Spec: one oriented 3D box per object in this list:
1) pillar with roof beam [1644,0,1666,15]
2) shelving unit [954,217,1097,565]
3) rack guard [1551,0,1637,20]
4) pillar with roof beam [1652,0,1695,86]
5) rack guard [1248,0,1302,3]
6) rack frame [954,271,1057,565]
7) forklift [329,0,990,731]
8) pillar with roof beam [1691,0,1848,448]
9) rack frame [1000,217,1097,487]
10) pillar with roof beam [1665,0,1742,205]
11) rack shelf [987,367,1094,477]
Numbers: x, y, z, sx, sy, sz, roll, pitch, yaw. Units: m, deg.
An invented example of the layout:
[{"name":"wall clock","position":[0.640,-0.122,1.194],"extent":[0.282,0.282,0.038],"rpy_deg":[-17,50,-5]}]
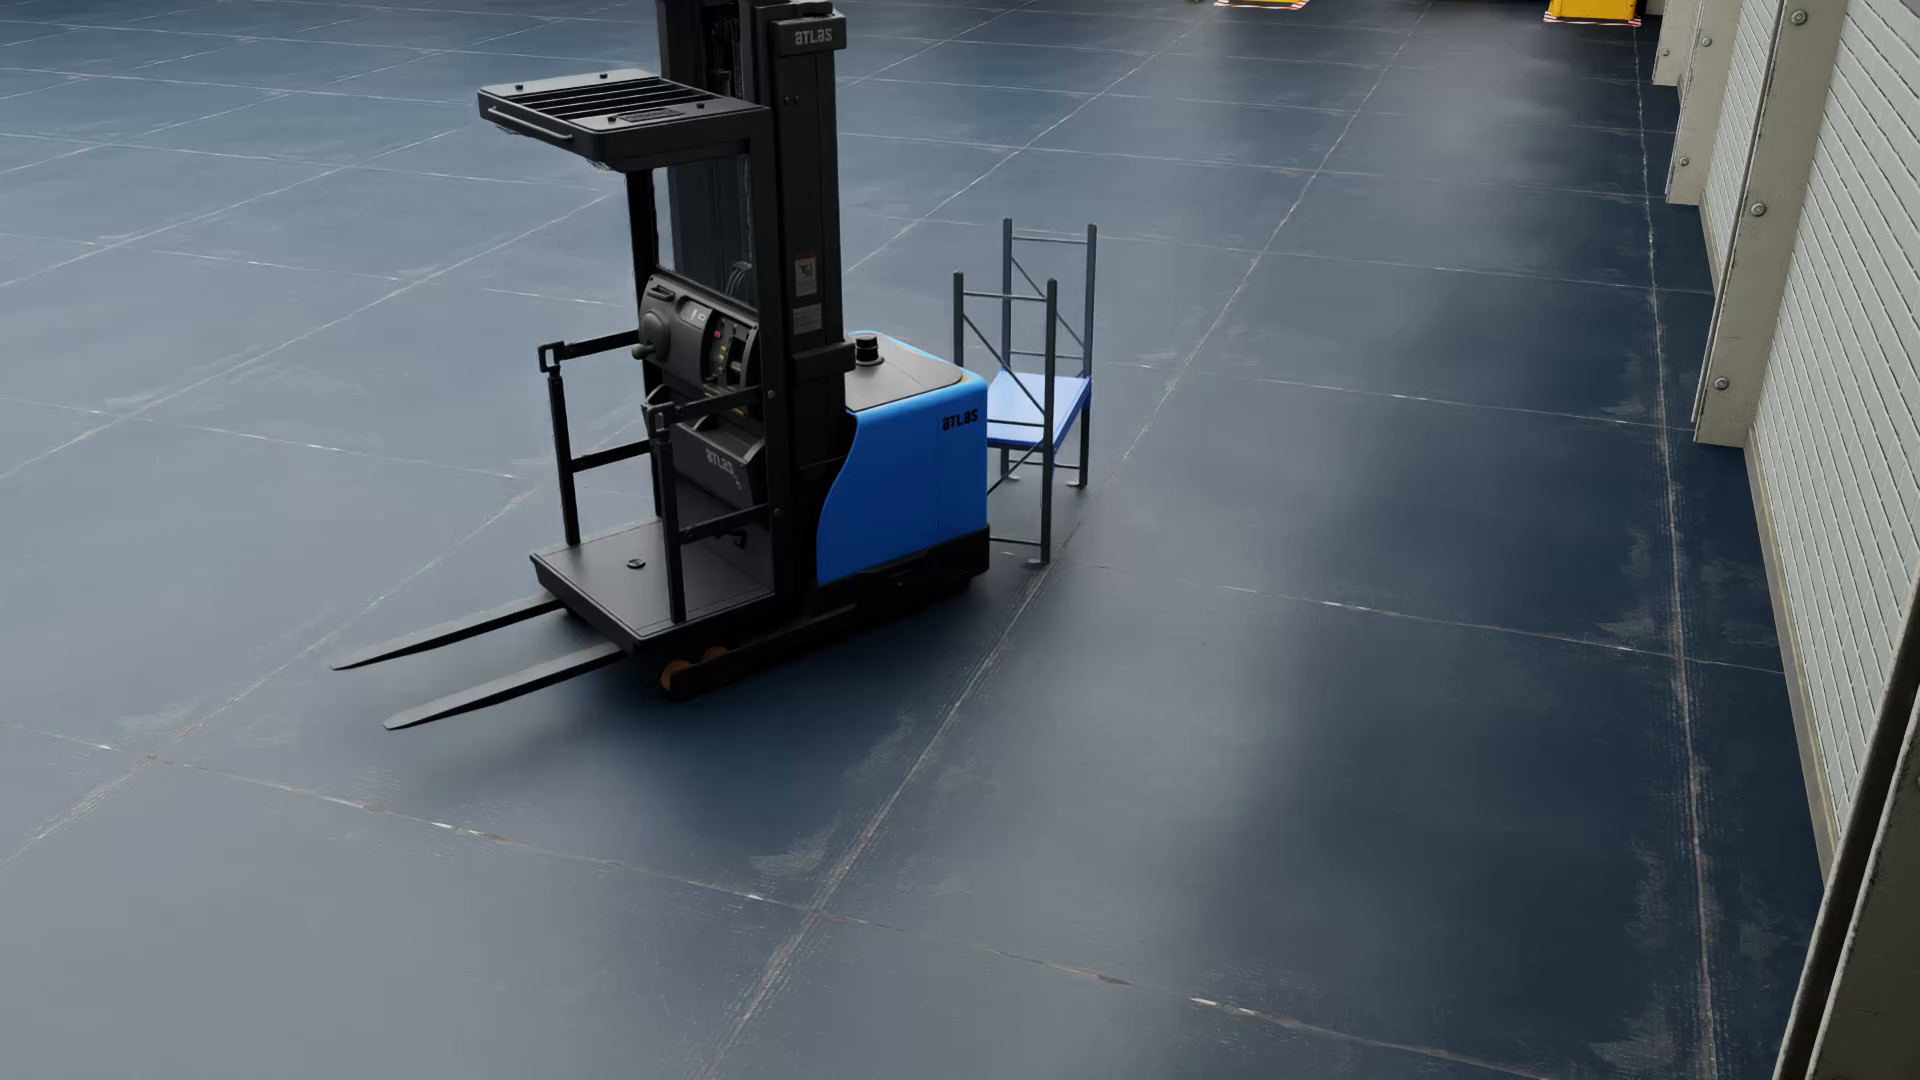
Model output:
[{"name":"pillar with roof beam","position":[6.541,-12.719,24.692],"extent":[9.100,9.000,0.400],"rpy_deg":[9,27,17]},{"name":"shelving unit","position":[0.344,-0.795,8.672],"extent":[0.538,1.500,1.048],"rpy_deg":[7,27,13]},{"name":"rack guard","position":[9.511,-8.104,24.914],"extent":[1.175,0.500,0.348],"rpy_deg":[9,27,17]},{"name":"pillar with roof beam","position":[4.544,-10.253,19.600],"extent":[9.100,9.000,0.400],"rpy_deg":[9,27,17]},{"name":"rack guard","position":[4.862,-8.863,26.482],"extent":[1.175,0.500,0.348],"rpy_deg":[9,27,17]},{"name":"rack frame","position":[0.215,-0.581,8.229],"extent":[0.500,1.500,0.032],"rpy_deg":[7,27,13]},{"name":"forklift","position":[-1.320,-0.883,7.211],"extent":[3.031,2.935,1.130],"rpy_deg":[-19,32,-34]},{"name":"pillar with roof beam","position":[0.551,-5.322,9.415],"extent":[9.100,9.000,0.400],"rpy_deg":[9,27,17]},{"name":"rack frame","position":[0.474,-1.010,9.114],"extent":[0.500,1.500,0.032],"rpy_deg":[7,27,13]},{"name":"pillar with roof beam","position":[2.548,-7.787,14.507],"extent":[9.100,9.000,0.400],"rpy_deg":[9,27,17]},{"name":"rack shelf","position":[0.344,-0.634,8.750],"extent":[0.538,0.185,1.000],"rpy_deg":[7,27,13]}]
